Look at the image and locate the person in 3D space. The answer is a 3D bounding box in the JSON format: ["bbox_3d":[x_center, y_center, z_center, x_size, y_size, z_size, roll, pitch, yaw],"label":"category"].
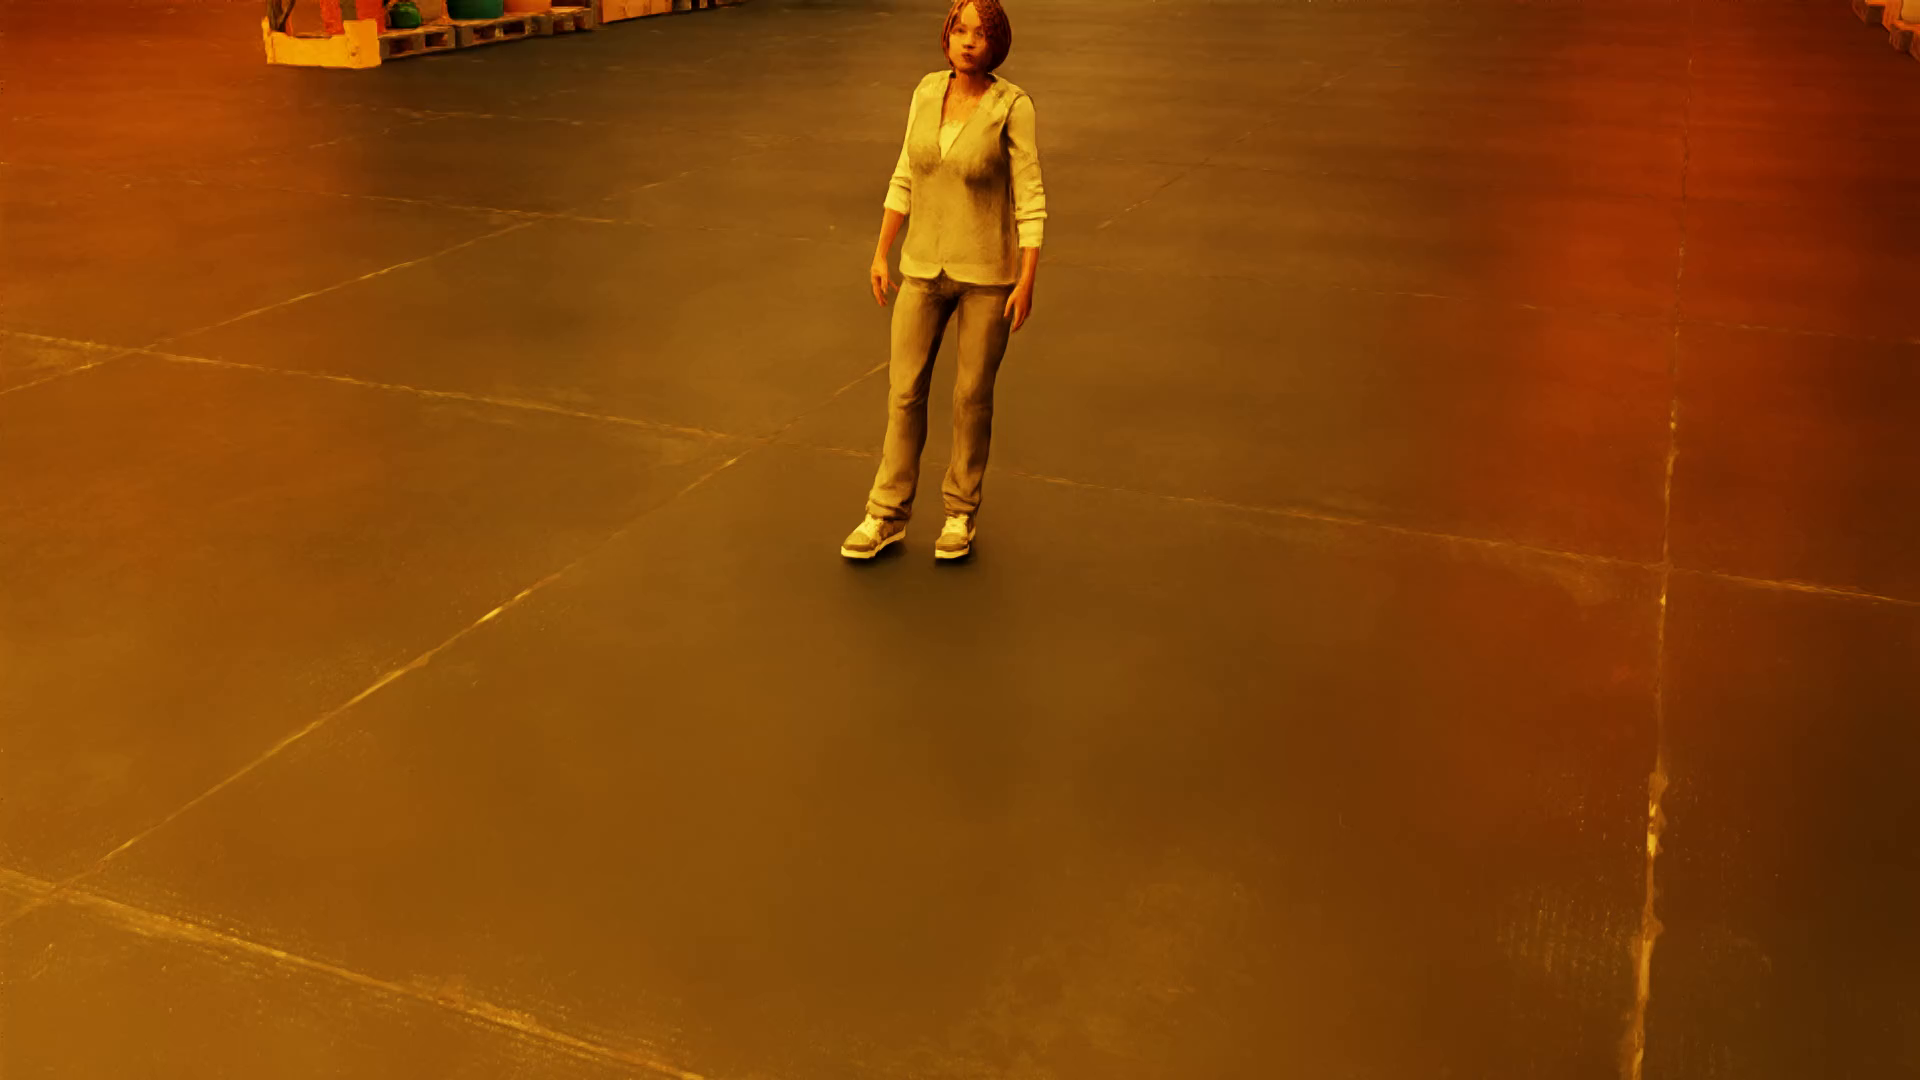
[{"bbox_3d":[-0.041,-0.719,4.724,0.521,1.597,0.474,9,24,21],"label":"person"}]
